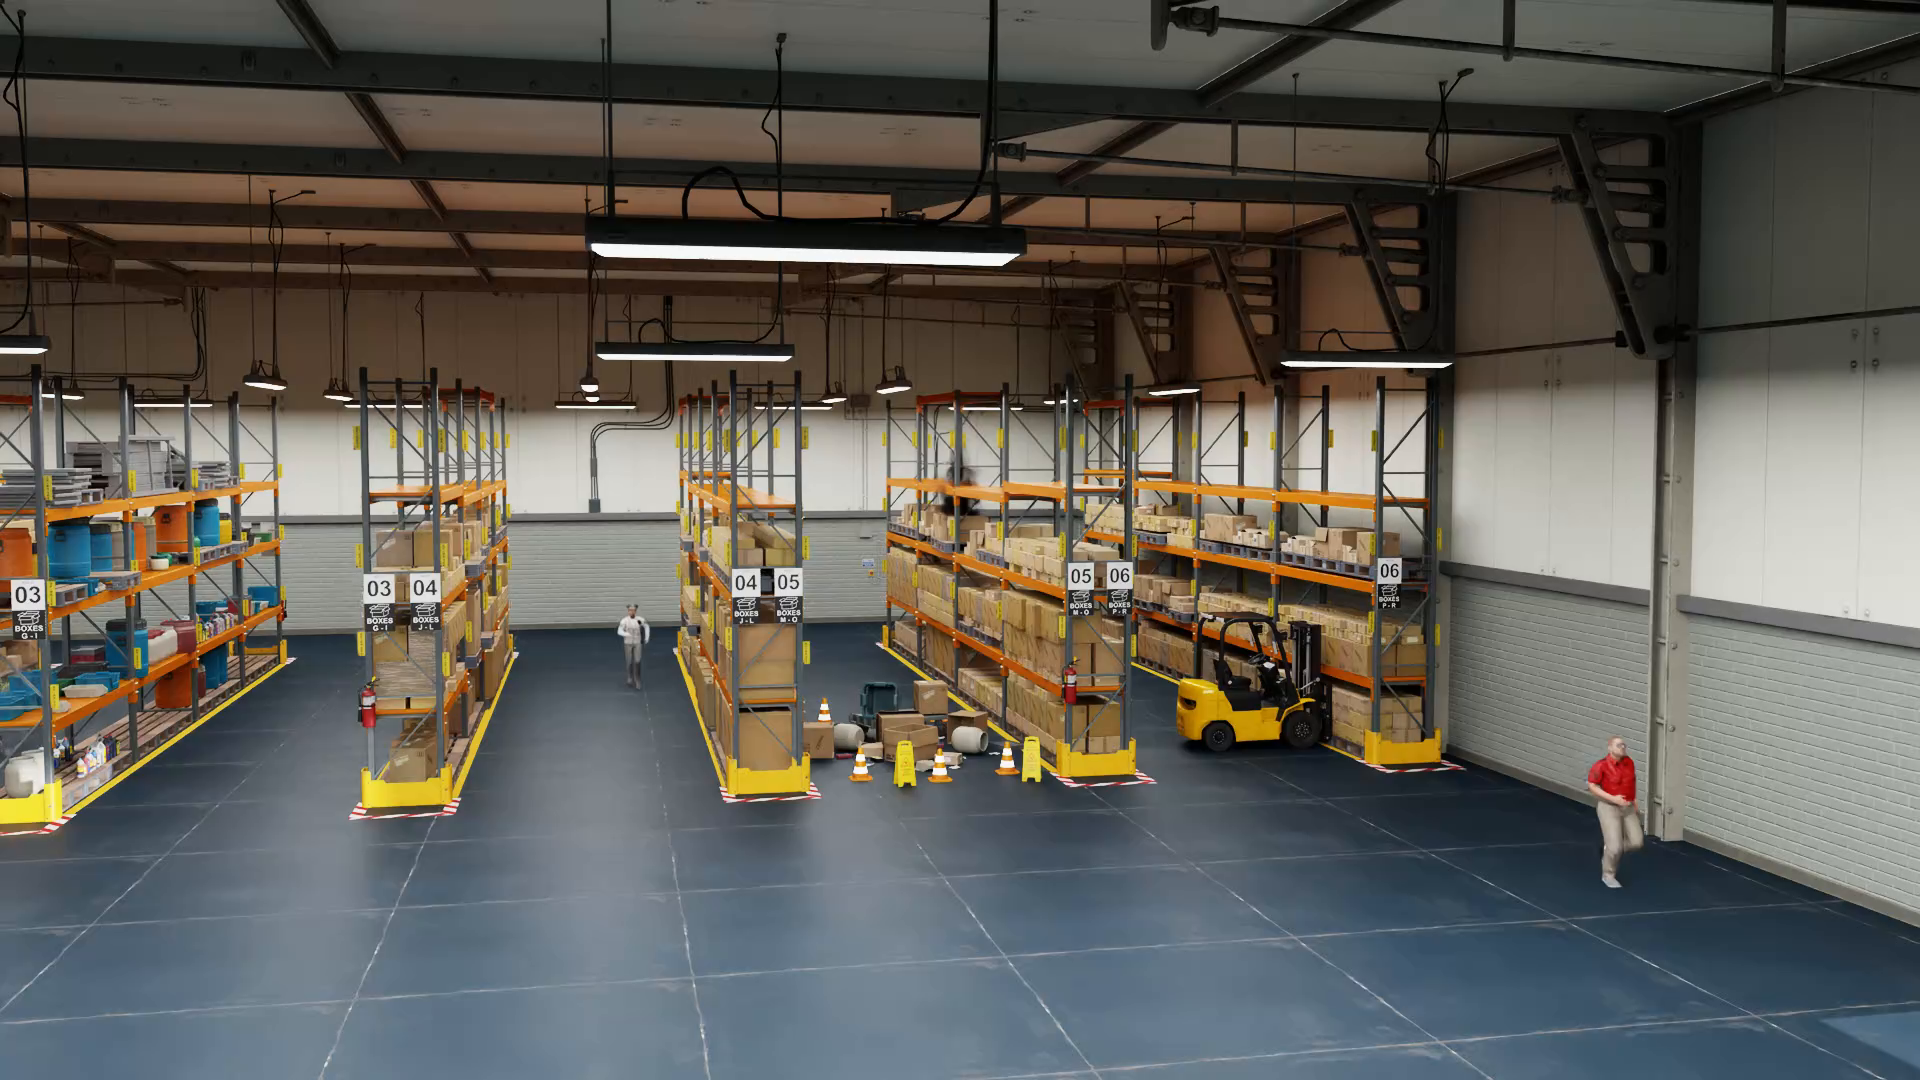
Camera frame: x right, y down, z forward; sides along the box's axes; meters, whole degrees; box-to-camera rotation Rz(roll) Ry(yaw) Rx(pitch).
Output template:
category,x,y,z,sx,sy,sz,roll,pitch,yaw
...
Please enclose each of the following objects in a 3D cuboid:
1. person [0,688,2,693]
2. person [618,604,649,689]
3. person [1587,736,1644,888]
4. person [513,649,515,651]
category,x,y,z,sx,sy,sz,roll,pitch,yaw
person,-14.972,2.689,25.446,0.551,1.606,0.886,-1,3,-10
person,-6.631,2.162,33.791,0.631,1.770,0.739,-1,3,-11
person,7.384,3.050,18.680,0.705,1.693,0.611,-1,4,-18
person,-11.060,1.801,39.763,0.874,1.722,0.554,0,3,4
